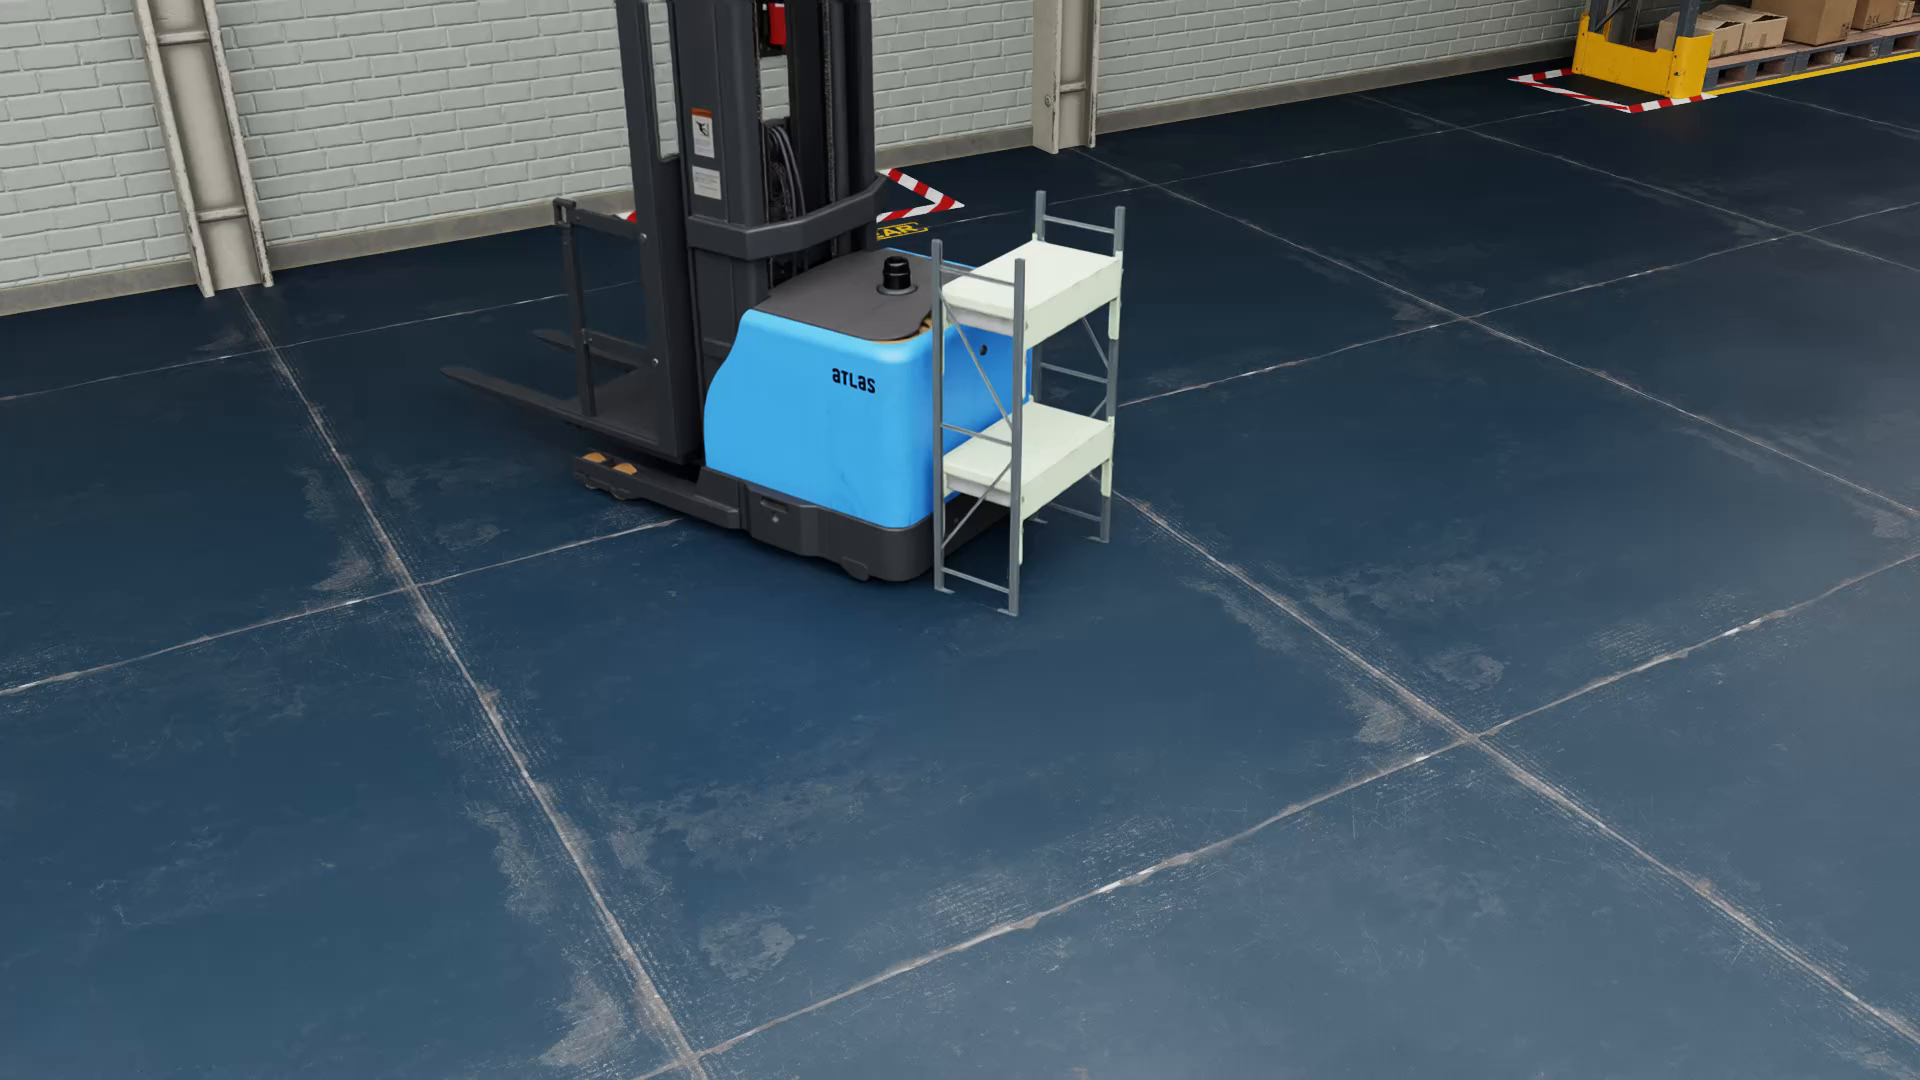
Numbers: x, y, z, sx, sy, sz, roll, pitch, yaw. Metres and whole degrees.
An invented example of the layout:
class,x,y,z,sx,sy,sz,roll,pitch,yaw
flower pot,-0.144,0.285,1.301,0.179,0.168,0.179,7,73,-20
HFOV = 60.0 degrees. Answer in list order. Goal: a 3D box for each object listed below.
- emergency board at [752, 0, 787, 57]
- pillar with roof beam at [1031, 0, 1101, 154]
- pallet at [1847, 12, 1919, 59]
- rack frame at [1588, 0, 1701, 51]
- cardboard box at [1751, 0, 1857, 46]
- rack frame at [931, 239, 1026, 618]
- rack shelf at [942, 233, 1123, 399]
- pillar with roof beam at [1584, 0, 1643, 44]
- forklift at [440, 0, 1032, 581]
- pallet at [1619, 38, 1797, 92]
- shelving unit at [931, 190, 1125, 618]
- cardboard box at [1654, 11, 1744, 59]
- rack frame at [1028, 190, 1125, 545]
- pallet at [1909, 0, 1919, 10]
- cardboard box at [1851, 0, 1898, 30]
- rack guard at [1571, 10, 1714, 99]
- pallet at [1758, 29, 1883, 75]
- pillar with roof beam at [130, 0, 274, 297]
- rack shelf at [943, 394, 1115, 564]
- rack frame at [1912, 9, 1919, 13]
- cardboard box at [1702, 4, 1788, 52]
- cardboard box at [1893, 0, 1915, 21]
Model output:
class,x,y,z,sx,sy,sz,roll,pitch,yaw
emergency board,-1.361,-3.744,10.929,0.643,1.169,0.194,-16,33,-26
pillar with roof beam,2.970,-5.166,7.298,0.400,9.000,9.100,-16,33,-26
pallet,8.684,-4.849,15.818,1.213,0.211,1.003,-16,33,-26
rack frame,5.796,-5.270,13.695,0.127,3.000,1.000,-16,33,-26
cardboard box,7.588,-4.798,14.972,0.500,0.500,0.700,-18,34,-29
rack frame,0.064,-0.403,6.427,0.400,1.500,0.023,18,34,29
rack shelf,0.270,-0.891,6.504,0.431,0.370,0.720,18,34,29
pillar with roof beam,8.143,-6.635,9.959,0.400,9.000,9.100,-16,33,-26
forklift,-1.176,-1.655,7.216,3.031,2.935,1.130,19,34,30
pallet,6.580,-4.252,14.736,1.213,0.211,1.003,-16,33,-26
shelving unit,0.270,-0.549,6.692,0.431,1.500,0.755,18,34,29
cardboard box,6.439,-4.417,14.477,0.500,0.311,0.500,-20,35,-32
rack frame,0.476,-0.695,6.957,0.400,1.500,0.023,18,34,29
pallet,9.916,-5.219,16.489,1.213,0.211,1.003,-16,33,-26
cardboard box,8.371,-5.076,15.476,0.500,0.500,0.500,-19,34,-30
rack guard,5.862,-4.194,14.332,0.348,0.500,1.175,-16,33,-26
pallet,7.631,-4.548,15.273,1.213,0.211,1.003,-16,33,-26
pillar with roof beam,-2.203,-3.697,4.636,0.400,9.000,9.100,-16,33,-26
rack shelf,0.270,-0.263,6.850,0.431,0.370,0.720,18,34,29
rack frame,9.245,-6.249,15.469,0.127,3.000,1.000,-16,33,-26
cardboard box,6.930,-4.557,14.730,0.500,0.311,0.500,-13,31,-22
cardboard box,8.799,-5.058,15.787,0.250,0.166,0.380,-21,35,-33
